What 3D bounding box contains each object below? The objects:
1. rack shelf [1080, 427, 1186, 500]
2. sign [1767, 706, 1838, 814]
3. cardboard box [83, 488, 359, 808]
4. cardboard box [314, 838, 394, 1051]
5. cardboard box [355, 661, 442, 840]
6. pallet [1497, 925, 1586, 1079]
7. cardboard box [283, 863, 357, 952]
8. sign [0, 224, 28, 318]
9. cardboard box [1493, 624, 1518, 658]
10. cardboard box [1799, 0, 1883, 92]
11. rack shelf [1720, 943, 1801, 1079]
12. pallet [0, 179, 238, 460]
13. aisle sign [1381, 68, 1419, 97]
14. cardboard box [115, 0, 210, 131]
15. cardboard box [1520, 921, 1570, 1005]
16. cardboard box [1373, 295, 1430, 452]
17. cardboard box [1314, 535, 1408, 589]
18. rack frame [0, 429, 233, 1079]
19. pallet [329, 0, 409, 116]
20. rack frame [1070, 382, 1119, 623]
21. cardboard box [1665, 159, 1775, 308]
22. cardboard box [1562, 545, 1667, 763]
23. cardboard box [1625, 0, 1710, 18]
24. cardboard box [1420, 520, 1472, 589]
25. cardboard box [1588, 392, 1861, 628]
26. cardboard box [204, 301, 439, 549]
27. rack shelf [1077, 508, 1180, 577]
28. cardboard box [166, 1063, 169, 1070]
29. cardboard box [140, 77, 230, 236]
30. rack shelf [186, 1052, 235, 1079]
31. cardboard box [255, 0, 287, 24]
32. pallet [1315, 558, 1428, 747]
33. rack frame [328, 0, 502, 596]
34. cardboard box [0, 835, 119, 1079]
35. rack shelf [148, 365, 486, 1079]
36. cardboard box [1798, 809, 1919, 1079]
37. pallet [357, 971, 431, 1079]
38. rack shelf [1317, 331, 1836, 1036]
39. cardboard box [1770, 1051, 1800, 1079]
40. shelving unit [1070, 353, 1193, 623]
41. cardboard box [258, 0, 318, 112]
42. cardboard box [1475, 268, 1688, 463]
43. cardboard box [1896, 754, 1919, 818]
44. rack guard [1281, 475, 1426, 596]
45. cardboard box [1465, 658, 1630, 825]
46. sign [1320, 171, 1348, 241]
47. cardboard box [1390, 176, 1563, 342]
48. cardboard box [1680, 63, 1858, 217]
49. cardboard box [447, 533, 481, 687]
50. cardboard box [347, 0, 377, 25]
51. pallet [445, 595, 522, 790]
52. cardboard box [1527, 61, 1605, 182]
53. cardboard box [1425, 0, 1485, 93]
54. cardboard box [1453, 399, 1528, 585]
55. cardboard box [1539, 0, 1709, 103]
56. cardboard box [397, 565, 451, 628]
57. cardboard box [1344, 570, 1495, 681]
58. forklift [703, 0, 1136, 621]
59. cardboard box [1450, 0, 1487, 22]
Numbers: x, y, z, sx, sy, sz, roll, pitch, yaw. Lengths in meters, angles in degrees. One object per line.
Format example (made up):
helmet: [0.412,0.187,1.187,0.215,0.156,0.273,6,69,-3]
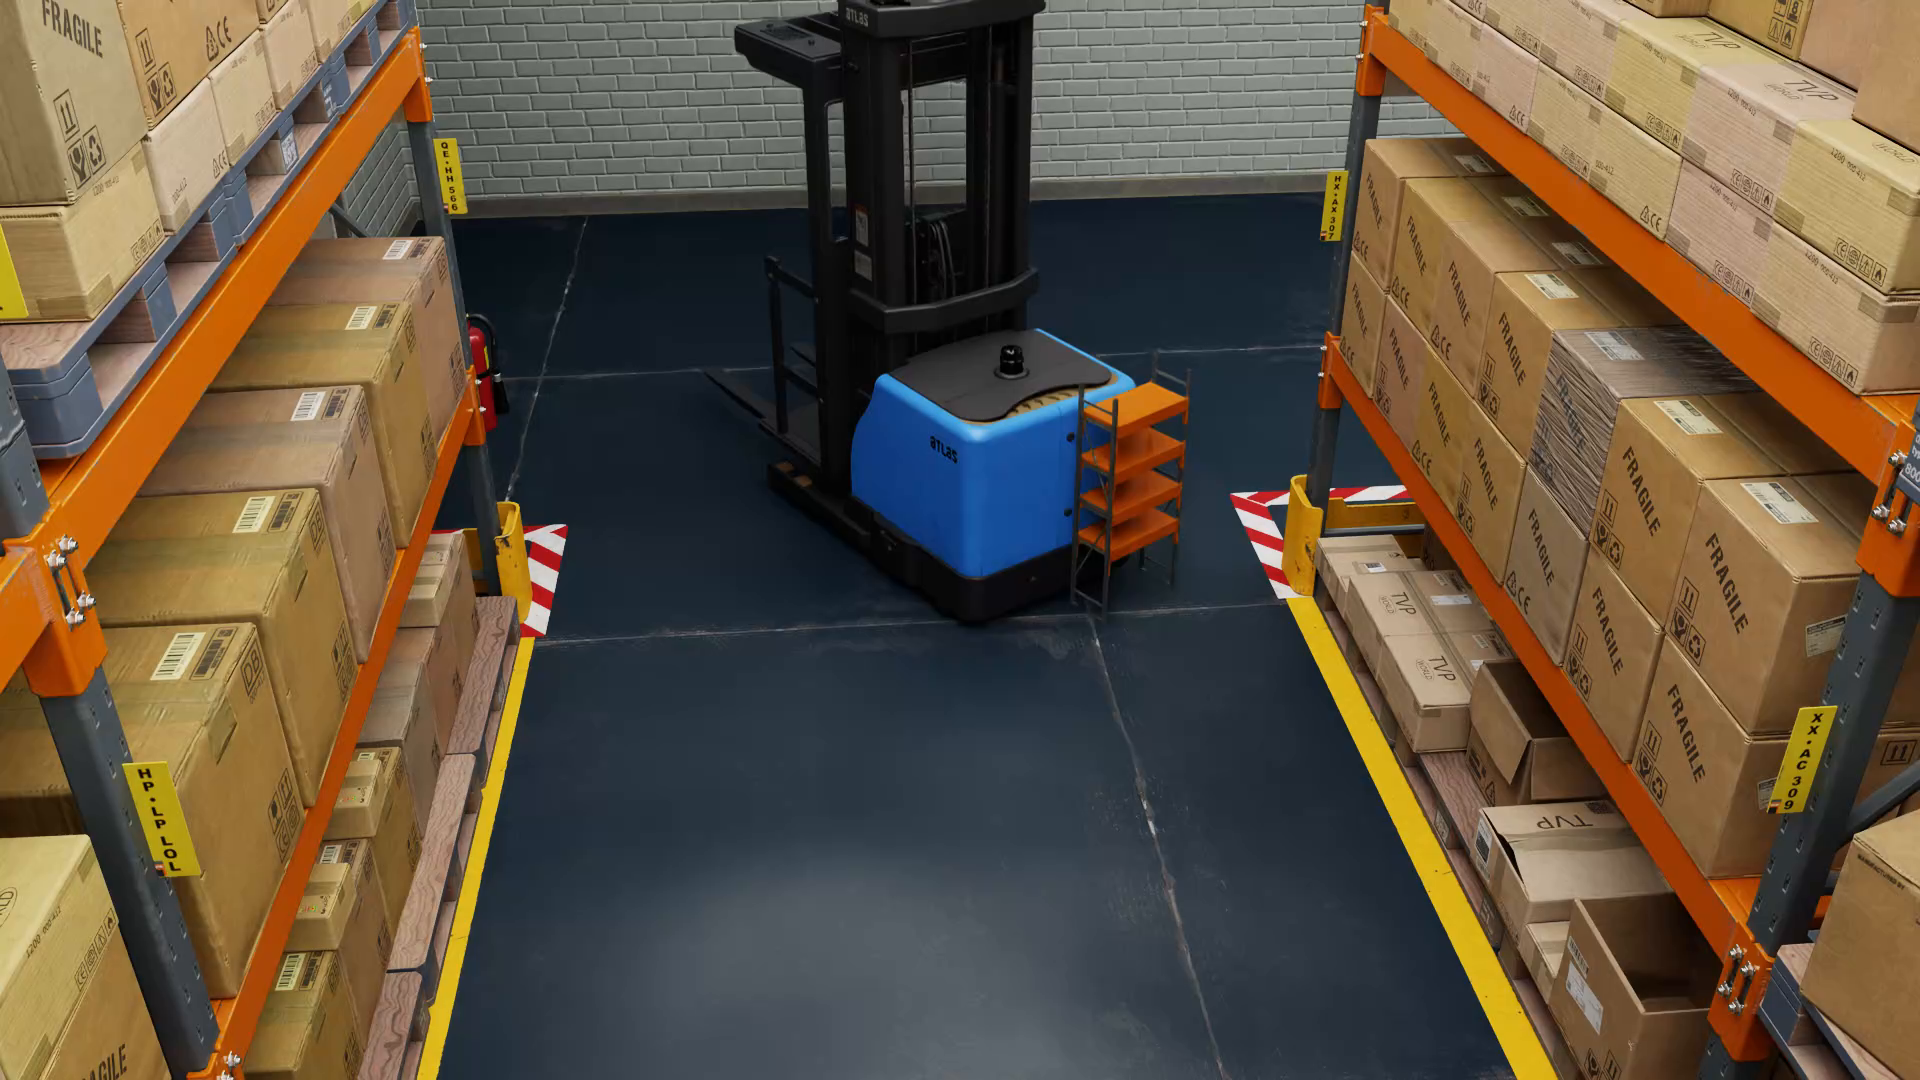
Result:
rack shelf: [0.814,-0.376,7.905,0.480,0.148,0.258,-24,38,-34]
sign: [2.065,0.541,4.075,0.100,0.325,0.005,-3,31,-5]
cardboard box: [-2.424,0.343,4.959,0.980,0.700,0.700,-4,31,-6]
cardboard box: [-2.339,1.372,5.557,0.700,0.500,0.500,-3,31,-5]
cardboard box: [-2.442,0.838,6.451,0.700,0.500,0.500,-4,31,-6]
pallet: [2.541,1.729,5.649,1.003,0.211,1.213,-3,31,-5]
cardboard box: [-2.145,1.166,5.268,0.380,0.149,0.250,-2,31,-3]
sign: [-1.788,-0.554,3.015,0.100,0.325,0.005,-3,31,-5]
cardboard box: [2.586,0.585,7.099,0.500,0.250,0.500,-3,31,-5]
cardboard box: [2.615,-1.386,4.147,0.700,0.500,0.500,-3,31,-5]
rack shelf: [2.791,2.213,2.822,1.077,0.370,4.000,-3,31,-5]
pallet: [-2.393,-0.546,3.900,1.003,0.211,1.213,-3,31,-5]
aisle sign: [1.932,-2.296,7.134,0.394,0.787,0.004,-3,31,-5]
cardboard box: [-2.169,-1.286,3.960,0.500,0.500,0.500,-3,31,-6]
cardboard box: [2.174,1.452,5.745,0.380,0.149,0.250,-3,31,-5]
cardboard box: [2.063,-0.700,6.899,0.500,0.500,0.500,-3,31,-5]
cardboard box: [1.928,0.106,7.998,0.380,0.149,0.250,-3,31,-5]
rack frame: [-2.327,1.122,3.946,1.000,3.000,0.127,-3,31,-5]
pallet: [-2.621,-1.791,5.985,1.003,0.211,1.213,-3,31,-5]
rack frame: [0.628,-0.161,7.848,0.015,1.200,0.240,-24,38,-34]
cardboard box: [2.258,-0.832,4.438,0.500,0.250,0.500,-3,31,-5]
cardboard box: [2.253,0.334,5.168,0.500,0.500,0.500,-2,31,-3]
cardboard box: [2.364,-1.888,4.989,0.700,0.500,0.500,-3,31,-5]
cardboard box: [2.527,-0.009,7.849,0.500,0.500,0.500,-3,31,-5]
cardboard box: [2.249,-0.096,4.914,0.500,0.500,0.500,-3,31,-6]
cardboard box: [-2.564,-0.418,6.232,0.980,0.700,0.700,-3,31,-5]
rack shelf: [0.813,-0.014,8.122,0.480,0.148,0.258,-24,38,-34]
cardboard box: [-2.479,1.433,4.821,0.380,0.149,0.250,-3,31,-5]
cardboard box: [-2.163,-0.951,4.131,0.500,0.250,0.500,-3,31,-6]
rack shelf: [-2.140,2.452,2.421,1.077,0.370,4.000,-3,31,-5]
cardboard box: [-2.268,-1.806,4.831,0.500,0.500,0.500,-4,31,-7]
pallet: [2.313,0.484,7.734,1.003,0.211,1.213,-3,31,-5]
rack frame: [-2.701,-0.920,7.365,1.000,3.000,0.127,-3,31,-5]
cardboard box: [-2.029,0.847,3.268,0.500,0.250,0.500,-2,31,-3]
rack shelf: [-2.514,0.410,5.840,1.077,0.370,4.000,-3,31,-5]
cardboard box: [2.426,0.912,3.790,0.700,0.500,0.500,-13,33,-21]
pallet: [-2.320,1.927,5.317,1.003,0.211,1.213,-3,31,-5]
rack shelf: [2.418,0.171,6.241,1.077,0.370,4.000,-3,31,-5]
cardboard box: [2.781,1.624,5.299,0.500,0.311,0.500,-3,31,-5]
shelving unit: [0.813,-0.242,7.985,0.503,1.200,0.258,-24,38,-34]
cardboard box: [-2.265,-1.474,5.007,0.500,0.250,0.500,-4,31,-6]
cardboard box: [2.156,-0.611,5.775,0.500,0.500,0.500,-3,31,-5]
cardboard box: [2.828,0.567,4.779,0.500,0.500,0.500,-2,31,-3]
rack guard: [2.238,-0.047,8.342,1.175,0.500,0.348,-3,31,-5]
cardboard box: [2.424,0.807,6.479,0.797,0.503,0.637,-3,31,-5]
sign: [1.690,-1.505,7.500,0.100,0.325,0.005,-3,31,-5]
cardboard box: [2.066,-1.126,6.637,0.500,0.500,0.500,-2,31,-4]
cardboard box: [2.245,-1.046,4.309,0.500,0.250,0.500,-3,31,-5]
cardboard box: [-2.536,0.325,7.308,0.700,0.500,0.500,-3,31,-5]
cardboard box: [-2.368,-2.005,5.896,0.500,0.250,0.500,-2,31,-3]
pallet: [-2.548,0.682,7.403,1.003,0.211,1.213,-3,31,-5]
cardboard box: [2.161,-1.342,5.293,0.500,0.250,0.500,-3,31,-5]
cardboard box: [2.059,-1.852,6.147,0.500,0.250,0.500,-3,31,-5]
cardboard box: [2.152,-0.188,6.042,0.500,0.500,0.500,-2,31,-4]
cardboard box: [2.155,-1.556,5.164,0.500,0.250,0.500,-3,31,-5]
cardboard box: [-2.318,0.234,6.828,0.380,0.149,0.250,-2,31,-3]
cardboard box: [2.046,0.379,7.443,0.500,0.250,0.500,-3,31,-5]
forklift: [-0.405,-1.574,8.527,1.130,2.935,3.031,-20,36,-30]
cardboard box: [2.059,-2.067,6.019,0.500,0.250,0.500,-3,31,-5]
